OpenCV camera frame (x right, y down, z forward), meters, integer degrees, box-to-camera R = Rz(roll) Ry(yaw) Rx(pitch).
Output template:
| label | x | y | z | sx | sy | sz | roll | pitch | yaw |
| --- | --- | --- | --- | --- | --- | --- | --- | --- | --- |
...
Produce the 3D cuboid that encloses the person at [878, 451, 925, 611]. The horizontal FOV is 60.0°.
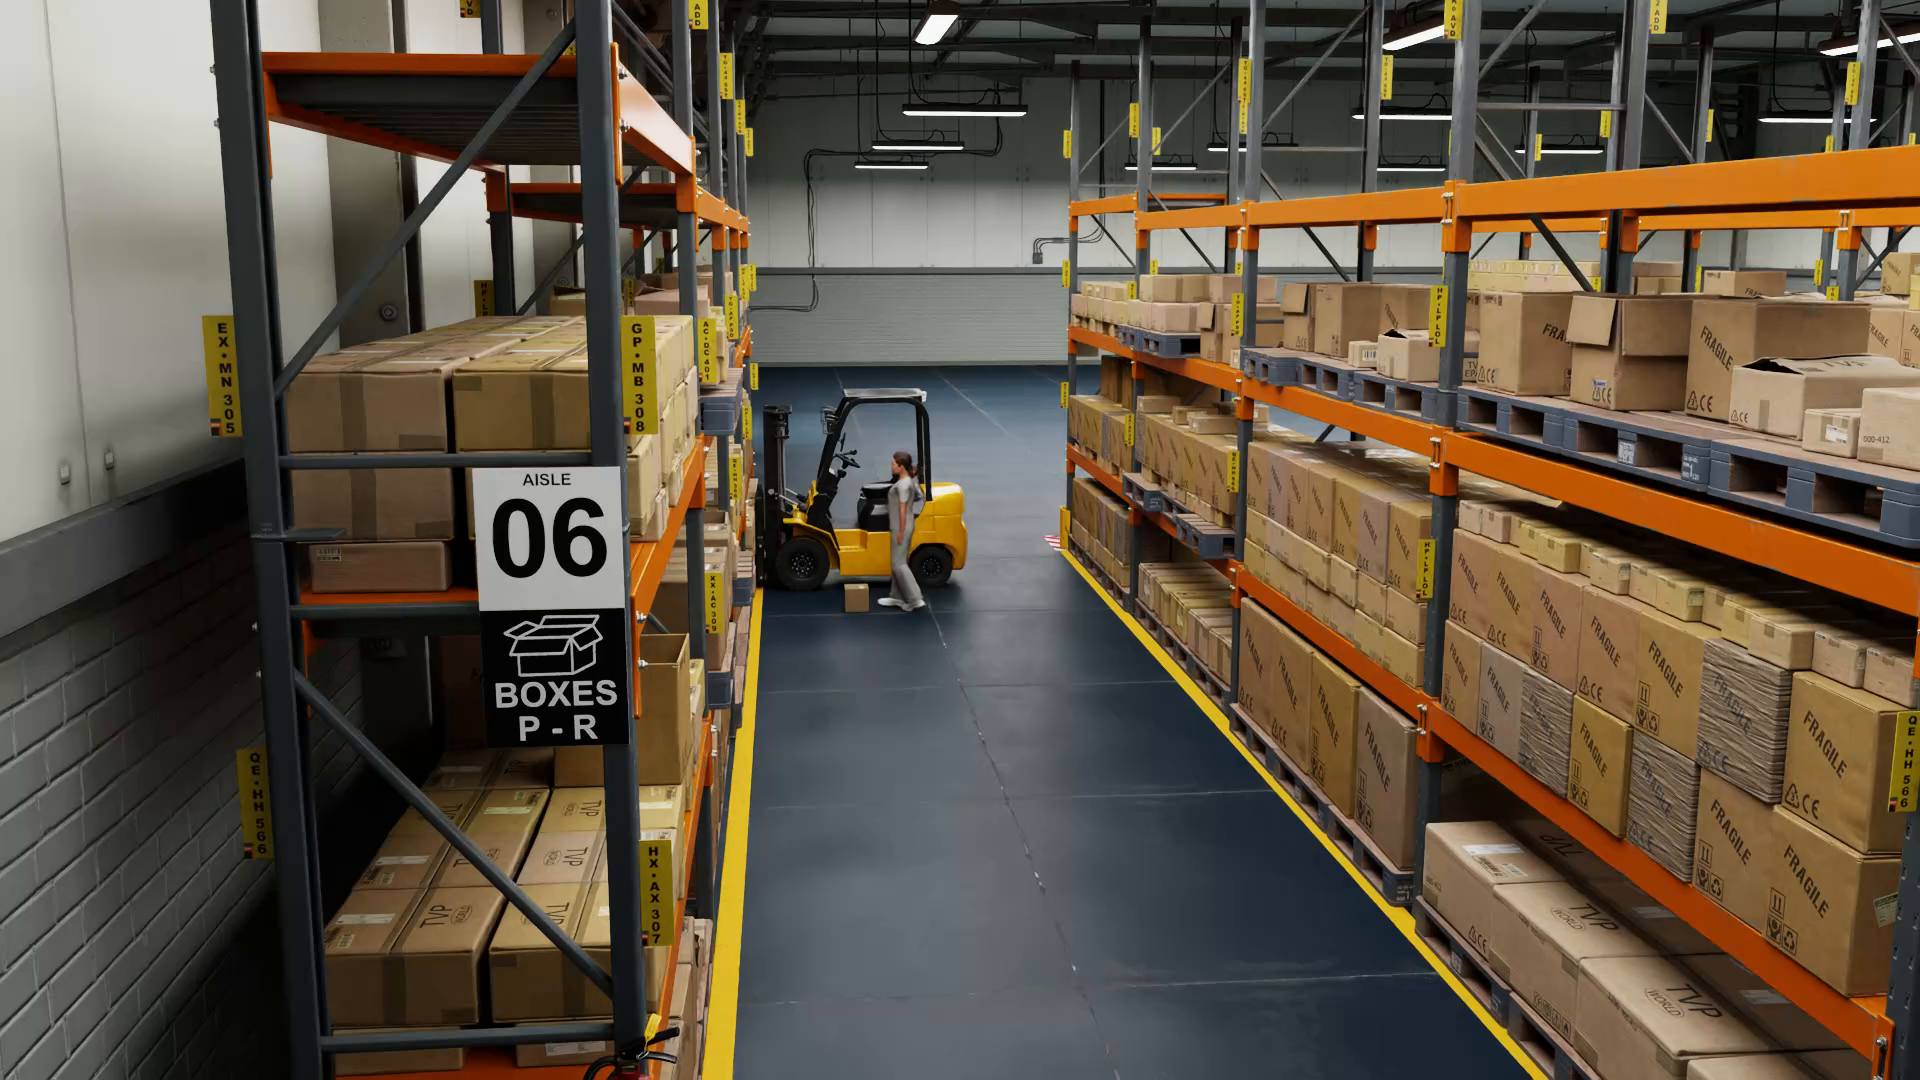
| label | x | y | z | sx | sy | sz | roll | pitch | yaw |
| --- | --- | --- | --- | --- | --- | --- | --- | --- | --- |
| person | -0.613 | -0.101 | 17.450 | 0.548 | 1.680 | 0.452 | 1 | 10 | 8 |
